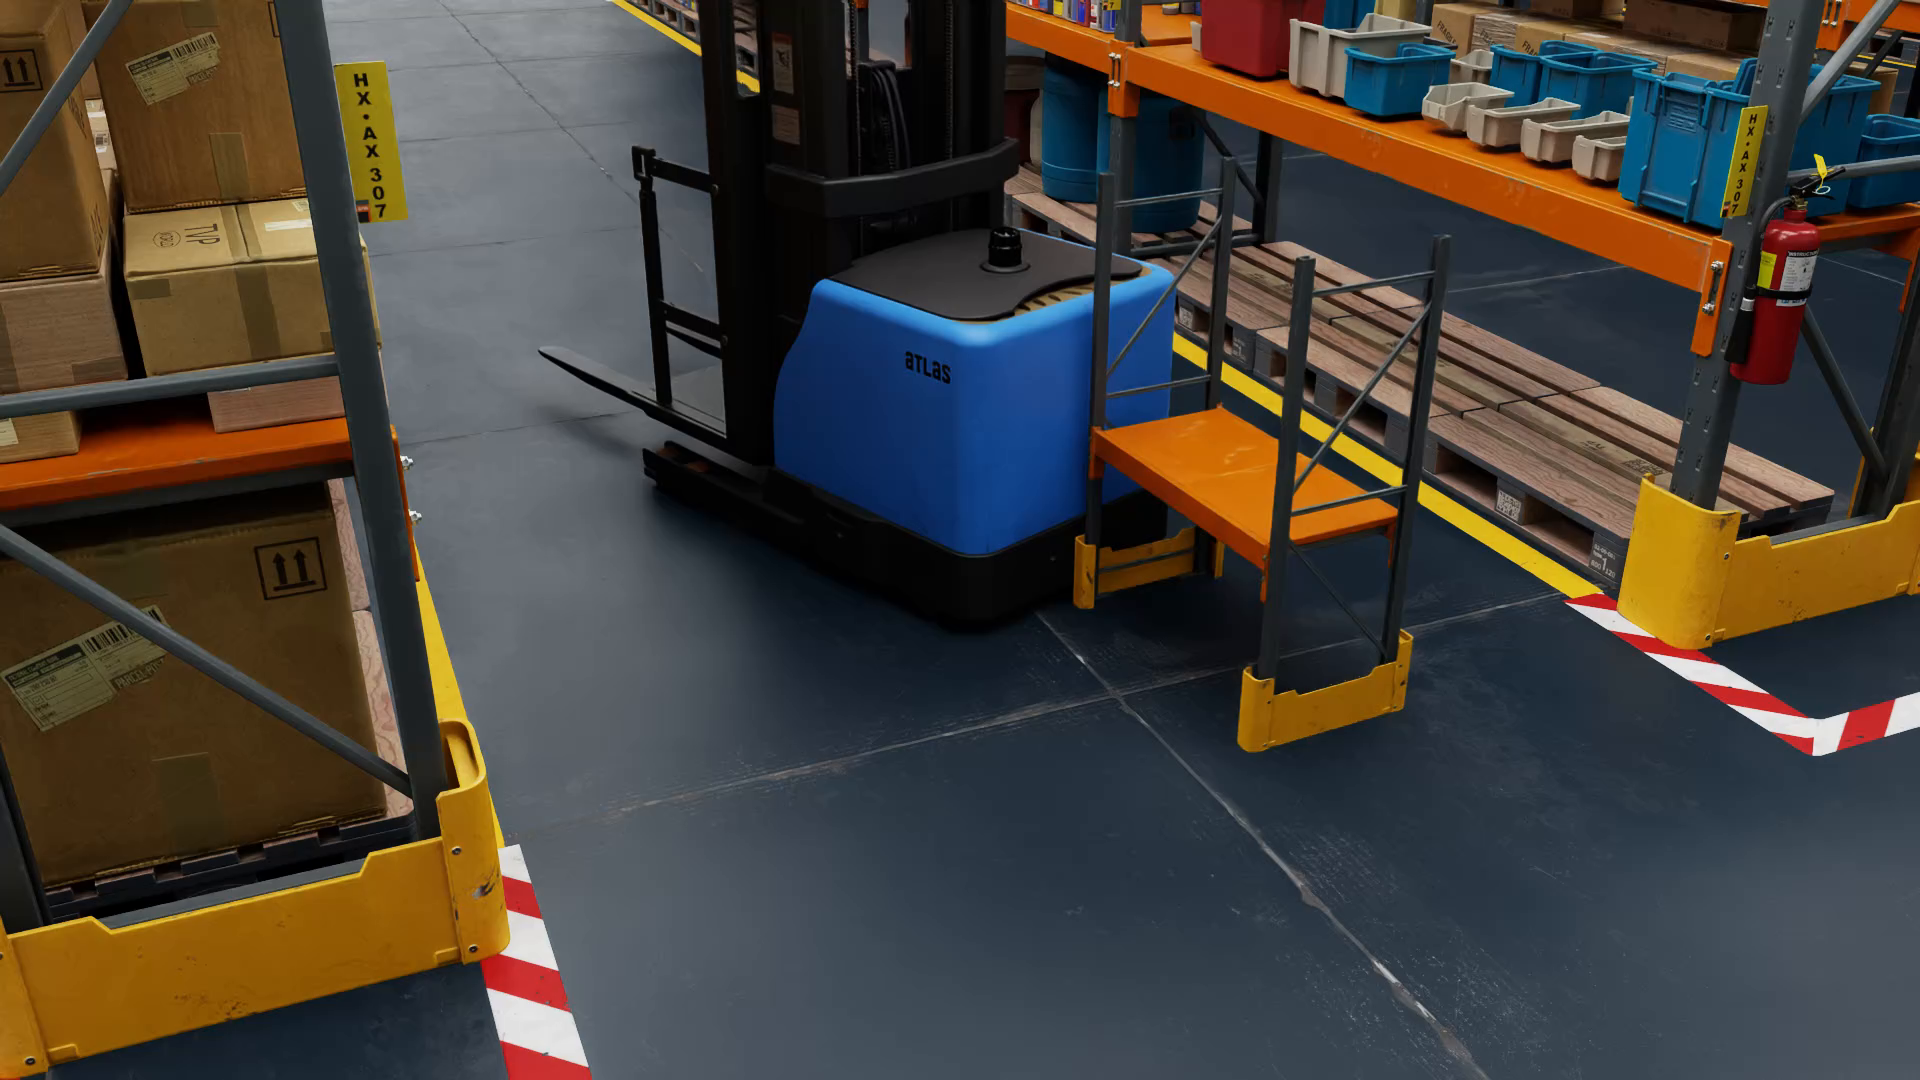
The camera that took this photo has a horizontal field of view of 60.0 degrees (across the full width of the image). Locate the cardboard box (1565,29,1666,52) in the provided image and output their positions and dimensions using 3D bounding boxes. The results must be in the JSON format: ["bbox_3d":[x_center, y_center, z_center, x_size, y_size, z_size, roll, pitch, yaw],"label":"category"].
[{"bbox_3d":[4.784,-3.448,12.241,0.500,0.500,0.500,-12,28,-22],"label":"cardboard box"}]

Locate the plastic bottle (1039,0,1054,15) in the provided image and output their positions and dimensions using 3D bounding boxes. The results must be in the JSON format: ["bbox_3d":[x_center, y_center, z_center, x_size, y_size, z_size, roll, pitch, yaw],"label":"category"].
[{"bbox_3d":[0.532,-3.133,9.304,0.144,0.351,0.185,-11,28,-21],"label":"plastic bottle"}]

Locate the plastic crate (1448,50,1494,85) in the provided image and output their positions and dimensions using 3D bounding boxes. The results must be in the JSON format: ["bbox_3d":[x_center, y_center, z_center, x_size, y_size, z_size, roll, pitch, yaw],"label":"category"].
[{"bbox_3d":[2.224,-2.023,7.206,0.293,0.136,0.466,-11,28,-21],"label":"plastic crate"}]

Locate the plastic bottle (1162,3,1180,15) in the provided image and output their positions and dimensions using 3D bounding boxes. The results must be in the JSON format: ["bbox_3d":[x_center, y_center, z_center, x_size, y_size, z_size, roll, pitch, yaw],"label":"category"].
[{"bbox_3d":[1.184,-3.047,9.299,0.097,0.201,0.097,0,26,0],"label":"plastic bottle"}]

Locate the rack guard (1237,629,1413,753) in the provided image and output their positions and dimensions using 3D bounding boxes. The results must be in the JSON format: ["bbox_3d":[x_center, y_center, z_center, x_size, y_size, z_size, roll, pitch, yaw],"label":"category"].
[{"bbox_3d":[1.108,0.453,5.037,0.587,0.250,0.087,-12,29,-23],"label":"rack guard"}]

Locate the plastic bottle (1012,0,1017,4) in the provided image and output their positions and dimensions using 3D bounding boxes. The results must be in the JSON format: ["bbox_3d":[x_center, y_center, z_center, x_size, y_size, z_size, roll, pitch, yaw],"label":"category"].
[{"bbox_3d":[0.350,-3.227,9.668,0.097,0.201,0.097,0,26,0],"label":"plastic bottle"}]

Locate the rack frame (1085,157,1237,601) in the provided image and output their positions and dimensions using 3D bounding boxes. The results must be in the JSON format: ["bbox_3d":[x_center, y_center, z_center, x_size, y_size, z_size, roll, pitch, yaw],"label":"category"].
[{"bbox_3d":[0.660,-0.508,5.582,0.500,1.500,0.032,-12,29,-23],"label":"rack frame"}]

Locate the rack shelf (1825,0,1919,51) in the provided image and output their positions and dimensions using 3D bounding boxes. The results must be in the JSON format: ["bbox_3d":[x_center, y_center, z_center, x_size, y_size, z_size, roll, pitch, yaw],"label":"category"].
[{"bbox_3d":[6.608,-2.484,8.740,1.077,0.370,4.000,-11,28,-21],"label":"rack shelf"}]

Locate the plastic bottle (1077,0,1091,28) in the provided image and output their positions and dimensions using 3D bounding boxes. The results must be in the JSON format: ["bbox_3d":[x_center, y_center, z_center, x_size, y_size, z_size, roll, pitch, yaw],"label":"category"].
[{"bbox_3d":[0.681,-2.902,8.908,0.061,0.283,0.133,-11,28,-21],"label":"plastic bottle"}]

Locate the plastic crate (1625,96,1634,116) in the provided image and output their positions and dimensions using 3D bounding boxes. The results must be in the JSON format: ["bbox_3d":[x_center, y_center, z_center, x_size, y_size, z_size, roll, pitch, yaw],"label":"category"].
[{"bbox_3d":[2.723,-1.633,6.408,0.250,0.136,0.298,-11,28,-21],"label":"plastic crate"}]

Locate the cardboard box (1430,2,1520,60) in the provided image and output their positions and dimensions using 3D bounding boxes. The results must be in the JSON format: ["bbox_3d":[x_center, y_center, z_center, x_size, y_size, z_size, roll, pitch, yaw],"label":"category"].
[{"bbox_3d":[4.173,-4.071,13.518,0.500,0.500,0.500,-9,28,-18],"label":"cardboard box"}]

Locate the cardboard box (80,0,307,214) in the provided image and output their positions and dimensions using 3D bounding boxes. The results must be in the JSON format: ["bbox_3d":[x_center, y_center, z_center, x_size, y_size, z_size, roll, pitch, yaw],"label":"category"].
[{"bbox_3d":[-1.861,-1.145,4.153,0.500,0.500,0.500,-11,28,-22],"label":"cardboard box"}]

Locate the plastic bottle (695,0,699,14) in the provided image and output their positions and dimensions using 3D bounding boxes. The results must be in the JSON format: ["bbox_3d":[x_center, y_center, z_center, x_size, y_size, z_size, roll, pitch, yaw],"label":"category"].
[{"bbox_3d":[-2.562,-5.319,16.319,0.061,0.283,0.133,-9,27,-17],"label":"plastic bottle"}]

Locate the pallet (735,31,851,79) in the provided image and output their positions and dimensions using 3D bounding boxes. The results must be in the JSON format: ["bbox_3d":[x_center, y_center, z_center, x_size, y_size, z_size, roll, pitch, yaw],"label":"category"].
[{"bbox_3d":[-1.524,-4.432,15.086,1.003,0.211,1.213,-11,28,-21],"label":"pallet"}]

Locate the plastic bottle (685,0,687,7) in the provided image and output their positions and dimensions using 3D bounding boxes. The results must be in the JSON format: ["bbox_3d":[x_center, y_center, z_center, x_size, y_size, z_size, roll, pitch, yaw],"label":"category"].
[{"bbox_3d":[-2.718,-5.463,16.708,0.097,0.201,0.097,0,26,0],"label":"plastic bottle"}]

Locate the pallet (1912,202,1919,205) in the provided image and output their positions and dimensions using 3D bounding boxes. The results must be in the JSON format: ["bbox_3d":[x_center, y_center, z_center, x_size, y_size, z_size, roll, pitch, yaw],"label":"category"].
[{"bbox_3d":[6.093,-2.085,10.279,1.003,0.211,1.213,-11,28,-21],"label":"pallet"}]

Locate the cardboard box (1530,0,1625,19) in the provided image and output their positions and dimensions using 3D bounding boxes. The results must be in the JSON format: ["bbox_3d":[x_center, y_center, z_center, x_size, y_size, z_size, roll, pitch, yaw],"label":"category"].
[{"bbox_3d":[4.866,-4.282,13.094,0.500,0.250,0.500,-9,28,-19],"label":"cardboard box"}]

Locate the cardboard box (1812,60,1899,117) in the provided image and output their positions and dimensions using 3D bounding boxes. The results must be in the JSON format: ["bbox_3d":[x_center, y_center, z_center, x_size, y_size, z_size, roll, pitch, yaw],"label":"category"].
[{"bbox_3d":[5.859,-2.927,11.173,0.500,0.500,0.500,-12,28,-23],"label":"cardboard box"}]

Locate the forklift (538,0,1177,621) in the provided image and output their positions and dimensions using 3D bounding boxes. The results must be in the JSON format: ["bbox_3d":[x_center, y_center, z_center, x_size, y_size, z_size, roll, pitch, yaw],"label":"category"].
[{"bbox_3d":[-0.621,-1.601,6.189,1.130,2.935,3.031,-23,34,-38],"label":"forklift"}]

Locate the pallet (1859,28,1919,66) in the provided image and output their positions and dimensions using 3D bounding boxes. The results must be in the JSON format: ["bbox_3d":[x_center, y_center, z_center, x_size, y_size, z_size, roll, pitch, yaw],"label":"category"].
[{"bbox_3d":[9.054,-4.498,15.223,1.003,0.211,1.213,-11,28,-21],"label":"pallet"}]

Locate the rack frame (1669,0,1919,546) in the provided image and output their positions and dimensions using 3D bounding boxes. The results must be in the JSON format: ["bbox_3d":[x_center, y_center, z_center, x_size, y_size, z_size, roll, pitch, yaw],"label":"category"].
[{"bbox_3d":[2.832,-1.151,5.188,1.000,3.000,0.127,-11,28,-21],"label":"rack frame"}]

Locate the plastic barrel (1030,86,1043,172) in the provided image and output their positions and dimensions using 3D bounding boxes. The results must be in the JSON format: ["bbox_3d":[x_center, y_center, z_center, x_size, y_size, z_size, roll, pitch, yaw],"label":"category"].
[{"bbox_3d":[0.652,-2.588,10.489,0.421,0.512,0.421,0,26,0],"label":"plastic barrel"}]

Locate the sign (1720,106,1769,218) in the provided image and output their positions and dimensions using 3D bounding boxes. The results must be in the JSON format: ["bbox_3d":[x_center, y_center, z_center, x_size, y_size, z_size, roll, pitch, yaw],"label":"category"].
[{"bbox_3d":[2.332,-1.123,4.945,0.100,0.325,0.005,-11,28,-21],"label":"sign"}]

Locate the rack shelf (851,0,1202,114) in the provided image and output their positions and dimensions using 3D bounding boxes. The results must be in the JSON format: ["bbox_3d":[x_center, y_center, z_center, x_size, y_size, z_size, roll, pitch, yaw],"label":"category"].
[{"bbox_3d":[0.482,-3.250,10.307,1.077,0.370,4.000,-11,28,-21],"label":"rack shelf"}]

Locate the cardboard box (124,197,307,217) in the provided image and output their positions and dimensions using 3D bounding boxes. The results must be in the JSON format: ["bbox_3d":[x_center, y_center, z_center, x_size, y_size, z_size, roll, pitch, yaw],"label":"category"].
[{"bbox_3d":[-1.875,-0.815,4.332,0.500,0.250,0.500,-11,28,-21],"label":"cardboard box"}]

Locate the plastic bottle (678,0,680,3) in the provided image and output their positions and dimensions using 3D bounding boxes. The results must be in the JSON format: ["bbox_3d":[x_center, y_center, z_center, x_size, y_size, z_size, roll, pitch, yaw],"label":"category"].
[{"bbox_3d":[-2.837,-5.617,16.945,0.097,0.271,0.097,0,26,0],"label":"plastic bottle"}]

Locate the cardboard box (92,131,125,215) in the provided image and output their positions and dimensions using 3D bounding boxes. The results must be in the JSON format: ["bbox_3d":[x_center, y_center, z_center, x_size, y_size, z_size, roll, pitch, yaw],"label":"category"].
[{"bbox_3d":[-2.557,-0.926,4.560,0.500,0.250,0.500,-12,28,-22],"label":"cardboard box"}]

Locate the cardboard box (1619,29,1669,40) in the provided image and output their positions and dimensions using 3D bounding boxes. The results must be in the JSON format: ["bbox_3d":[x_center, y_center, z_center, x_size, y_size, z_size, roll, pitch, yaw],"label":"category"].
[{"bbox_3d":[5.254,-3.547,12.444,0.500,0.500,0.500,-12,28,-23],"label":"cardboard box"}]

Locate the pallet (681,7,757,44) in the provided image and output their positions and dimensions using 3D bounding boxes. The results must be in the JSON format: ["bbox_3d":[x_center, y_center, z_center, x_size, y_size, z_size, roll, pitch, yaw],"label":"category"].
[{"bbox_3d":[-2.092,-5.020,16.292,1.003,0.211,1.213,-11,28,-21],"label":"pallet"}]

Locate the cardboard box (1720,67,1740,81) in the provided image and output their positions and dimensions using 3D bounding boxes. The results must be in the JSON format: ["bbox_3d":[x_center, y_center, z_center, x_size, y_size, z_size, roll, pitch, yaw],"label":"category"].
[{"bbox_3d":[5.368,-2.840,10.995,0.500,0.500,0.500,-11,28,-21],"label":"cardboard box"}]

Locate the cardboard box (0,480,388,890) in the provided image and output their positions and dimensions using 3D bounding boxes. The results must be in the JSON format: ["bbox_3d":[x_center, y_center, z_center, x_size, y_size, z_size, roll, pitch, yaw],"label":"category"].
[{"bbox_3d":[-2.050,0.222,4.320,0.875,0.875,0.875,-11,28,-21],"label":"cardboard box"}]

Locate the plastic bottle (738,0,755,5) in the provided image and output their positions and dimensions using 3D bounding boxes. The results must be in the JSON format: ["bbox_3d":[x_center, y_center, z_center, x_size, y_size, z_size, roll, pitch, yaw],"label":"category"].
[{"bbox_3d":[-2.169,-5.578,16.859,0.152,0.276,0.135,-11,28,-21],"label":"plastic bottle"}]

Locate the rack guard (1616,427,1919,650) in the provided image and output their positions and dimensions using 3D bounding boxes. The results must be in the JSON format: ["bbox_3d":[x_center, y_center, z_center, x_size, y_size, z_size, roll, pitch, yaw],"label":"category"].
[{"bbox_3d":[2.853,-0.020,5.721,1.175,0.500,0.348,-11,28,-21],"label":"rack guard"}]

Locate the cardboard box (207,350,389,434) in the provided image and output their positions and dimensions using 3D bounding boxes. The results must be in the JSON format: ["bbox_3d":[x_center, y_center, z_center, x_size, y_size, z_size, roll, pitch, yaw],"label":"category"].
[{"bbox_3d":[-1.561,-0.387,3.910,0.380,0.149,0.250,-10,28,-20],"label":"cardboard box"}]

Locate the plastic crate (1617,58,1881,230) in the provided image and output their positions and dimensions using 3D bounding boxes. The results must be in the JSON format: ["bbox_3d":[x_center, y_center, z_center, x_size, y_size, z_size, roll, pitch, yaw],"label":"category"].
[{"bbox_3d":[2.529,-1.297,5.378,0.616,0.435,0.499,-11,28,-21],"label":"plastic crate"}]

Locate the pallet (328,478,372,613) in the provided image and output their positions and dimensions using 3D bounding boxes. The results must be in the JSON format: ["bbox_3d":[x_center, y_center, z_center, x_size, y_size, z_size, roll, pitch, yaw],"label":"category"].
[{"bbox_3d":[-2.585,0.152,5.698,1.003,0.211,1.213,-11,28,-21],"label":"pallet"}]

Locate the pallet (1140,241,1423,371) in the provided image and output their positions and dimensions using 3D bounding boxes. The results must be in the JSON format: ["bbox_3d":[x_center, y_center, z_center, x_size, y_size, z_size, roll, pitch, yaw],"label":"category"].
[{"bbox_3d":[1.589,-1.222,8.513,1.003,0.211,1.213,-11,28,-21],"label":"pallet"}]

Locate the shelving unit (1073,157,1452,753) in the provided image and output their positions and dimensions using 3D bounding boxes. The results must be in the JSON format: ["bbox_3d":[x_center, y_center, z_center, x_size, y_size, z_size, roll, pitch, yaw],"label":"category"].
[{"bbox_3d":[0.888,-0.305,5.164,0.587,1.500,1.083,-12,29,-23],"label":"shelving unit"}]

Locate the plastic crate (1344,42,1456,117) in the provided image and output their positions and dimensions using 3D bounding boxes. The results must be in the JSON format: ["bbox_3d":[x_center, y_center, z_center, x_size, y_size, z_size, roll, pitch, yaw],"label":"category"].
[{"bbox_3d":[1.792,-1.887,6.819,0.416,0.233,0.300,-11,28,-21],"label":"plastic crate"}]

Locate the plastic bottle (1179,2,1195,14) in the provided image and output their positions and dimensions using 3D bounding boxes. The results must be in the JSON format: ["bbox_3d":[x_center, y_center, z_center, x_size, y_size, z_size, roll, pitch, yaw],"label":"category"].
[{"bbox_3d":[1.291,-3.110,9.342,0.152,0.276,0.135,-11,28,-21],"label":"plastic bottle"}]

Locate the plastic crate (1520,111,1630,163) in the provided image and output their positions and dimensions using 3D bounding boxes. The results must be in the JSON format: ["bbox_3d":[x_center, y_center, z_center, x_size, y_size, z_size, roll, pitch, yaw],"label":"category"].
[{"bbox_3d":[2.246,-1.477,6.088,0.396,0.136,0.243,-11,28,-21],"label":"plastic crate"}]

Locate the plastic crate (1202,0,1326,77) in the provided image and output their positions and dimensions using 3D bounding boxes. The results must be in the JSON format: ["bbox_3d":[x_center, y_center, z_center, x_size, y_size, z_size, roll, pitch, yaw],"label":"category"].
[{"bbox_3d":[1.384,-2.418,7.642,0.402,0.464,0.583,-11,28,-21],"label":"plastic crate"}]

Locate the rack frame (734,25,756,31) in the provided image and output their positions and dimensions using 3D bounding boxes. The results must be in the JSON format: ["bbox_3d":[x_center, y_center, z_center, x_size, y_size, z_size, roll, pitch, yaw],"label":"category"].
[{"bbox_3d":[-1.868,-5.995,15.110,1.000,3.000,0.127,-11,28,-21],"label":"rack frame"}]
